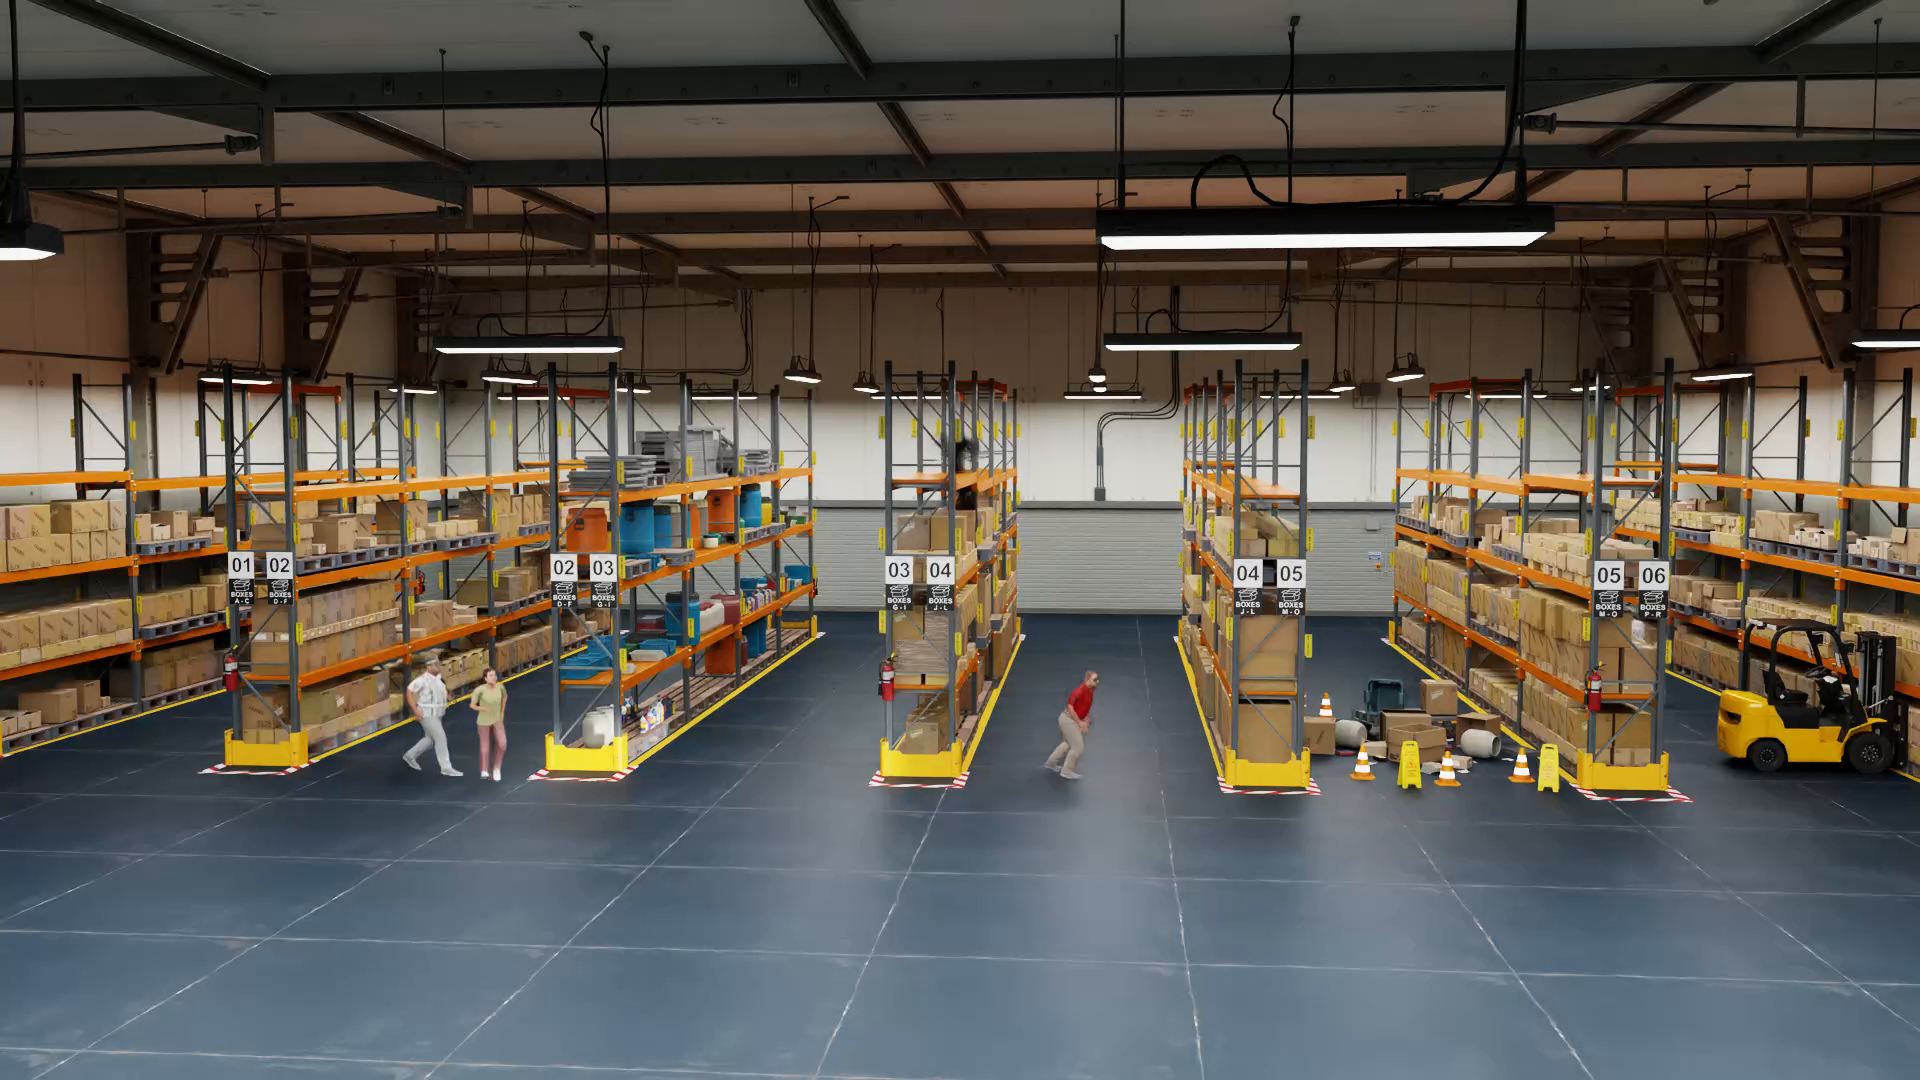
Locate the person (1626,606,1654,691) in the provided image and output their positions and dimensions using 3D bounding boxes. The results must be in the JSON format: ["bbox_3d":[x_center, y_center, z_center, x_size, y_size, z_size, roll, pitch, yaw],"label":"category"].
[{"bbox_3d":[12.831,2.104,31.574,0.598,1.660,0.943,-1,4,-12],"label":"person"}]

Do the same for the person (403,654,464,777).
[{"bbox_3d":[-7.653,2.529,24.057,0.965,1.758,0.712,1,4,8],"label":"person"}]

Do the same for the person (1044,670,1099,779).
[{"bbox_3d":[1.599,2.645,23.971,0.859,1.595,0.707,1,4,16],"label":"person"}]

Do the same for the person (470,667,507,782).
[{"bbox_3d":[-6.709,2.621,23.742,0.581,1.632,0.739,-2,4,-28],"label":"person"}]
